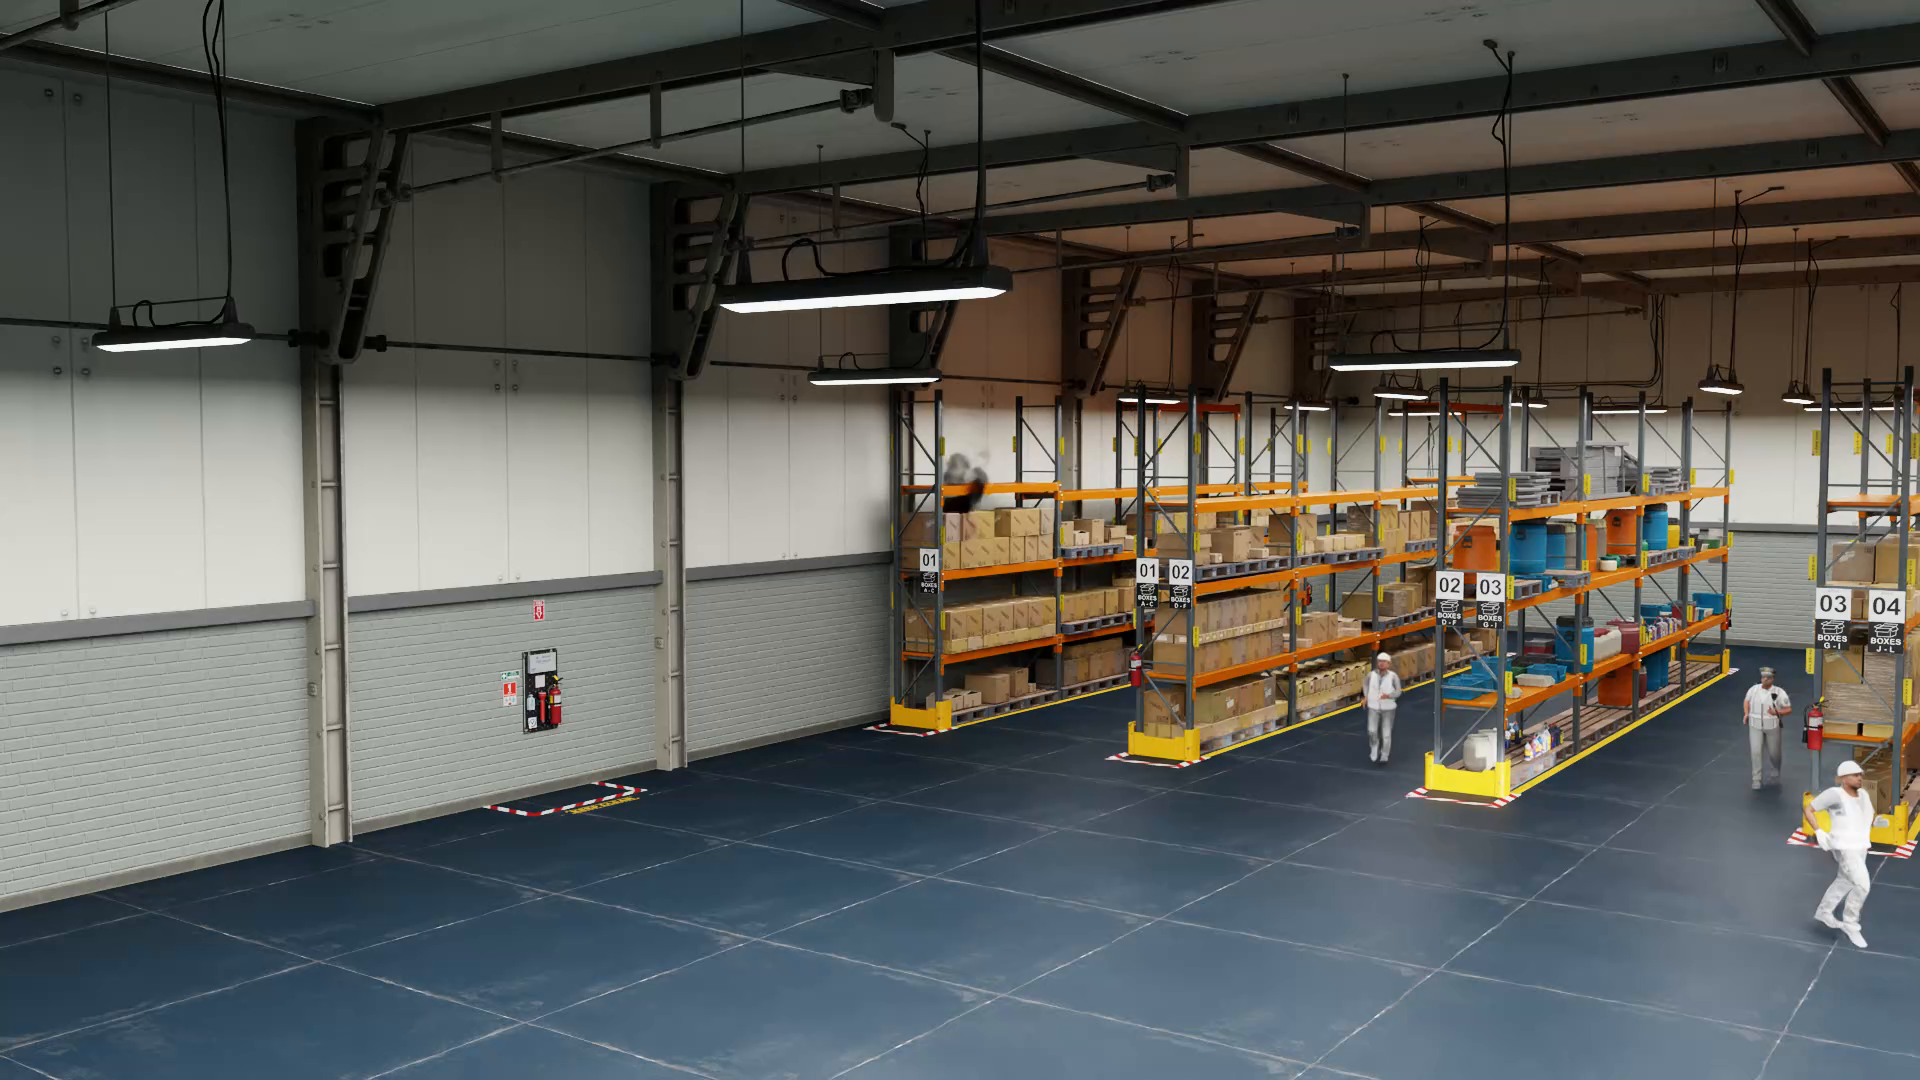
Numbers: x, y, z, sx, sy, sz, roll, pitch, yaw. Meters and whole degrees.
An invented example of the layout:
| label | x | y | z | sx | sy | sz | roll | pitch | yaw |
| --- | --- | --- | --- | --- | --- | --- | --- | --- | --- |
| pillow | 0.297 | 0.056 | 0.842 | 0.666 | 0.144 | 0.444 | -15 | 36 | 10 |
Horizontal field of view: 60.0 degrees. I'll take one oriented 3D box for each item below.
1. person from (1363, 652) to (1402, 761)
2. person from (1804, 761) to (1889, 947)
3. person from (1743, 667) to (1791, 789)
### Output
| label | x | y | z | sx | sy | sz | roll | pitch | yaw |
| --- | --- | --- | --- | --- | --- | --- | --- | --- | --- |
| person | 6.626 | 2.643 | 26.193 | 0.639 | 1.736 | 0.642 | 1 | 3 | 22 |
| person | 9.021 | 3.161 | 16.869 | 0.657 | 1.843 | 0.768 | -2 | 4 | -30 |
| person | 11.823 | 2.738 | 24.411 | 0.673 | 1.750 | 0.902 | 2 | 4 | 35 |
